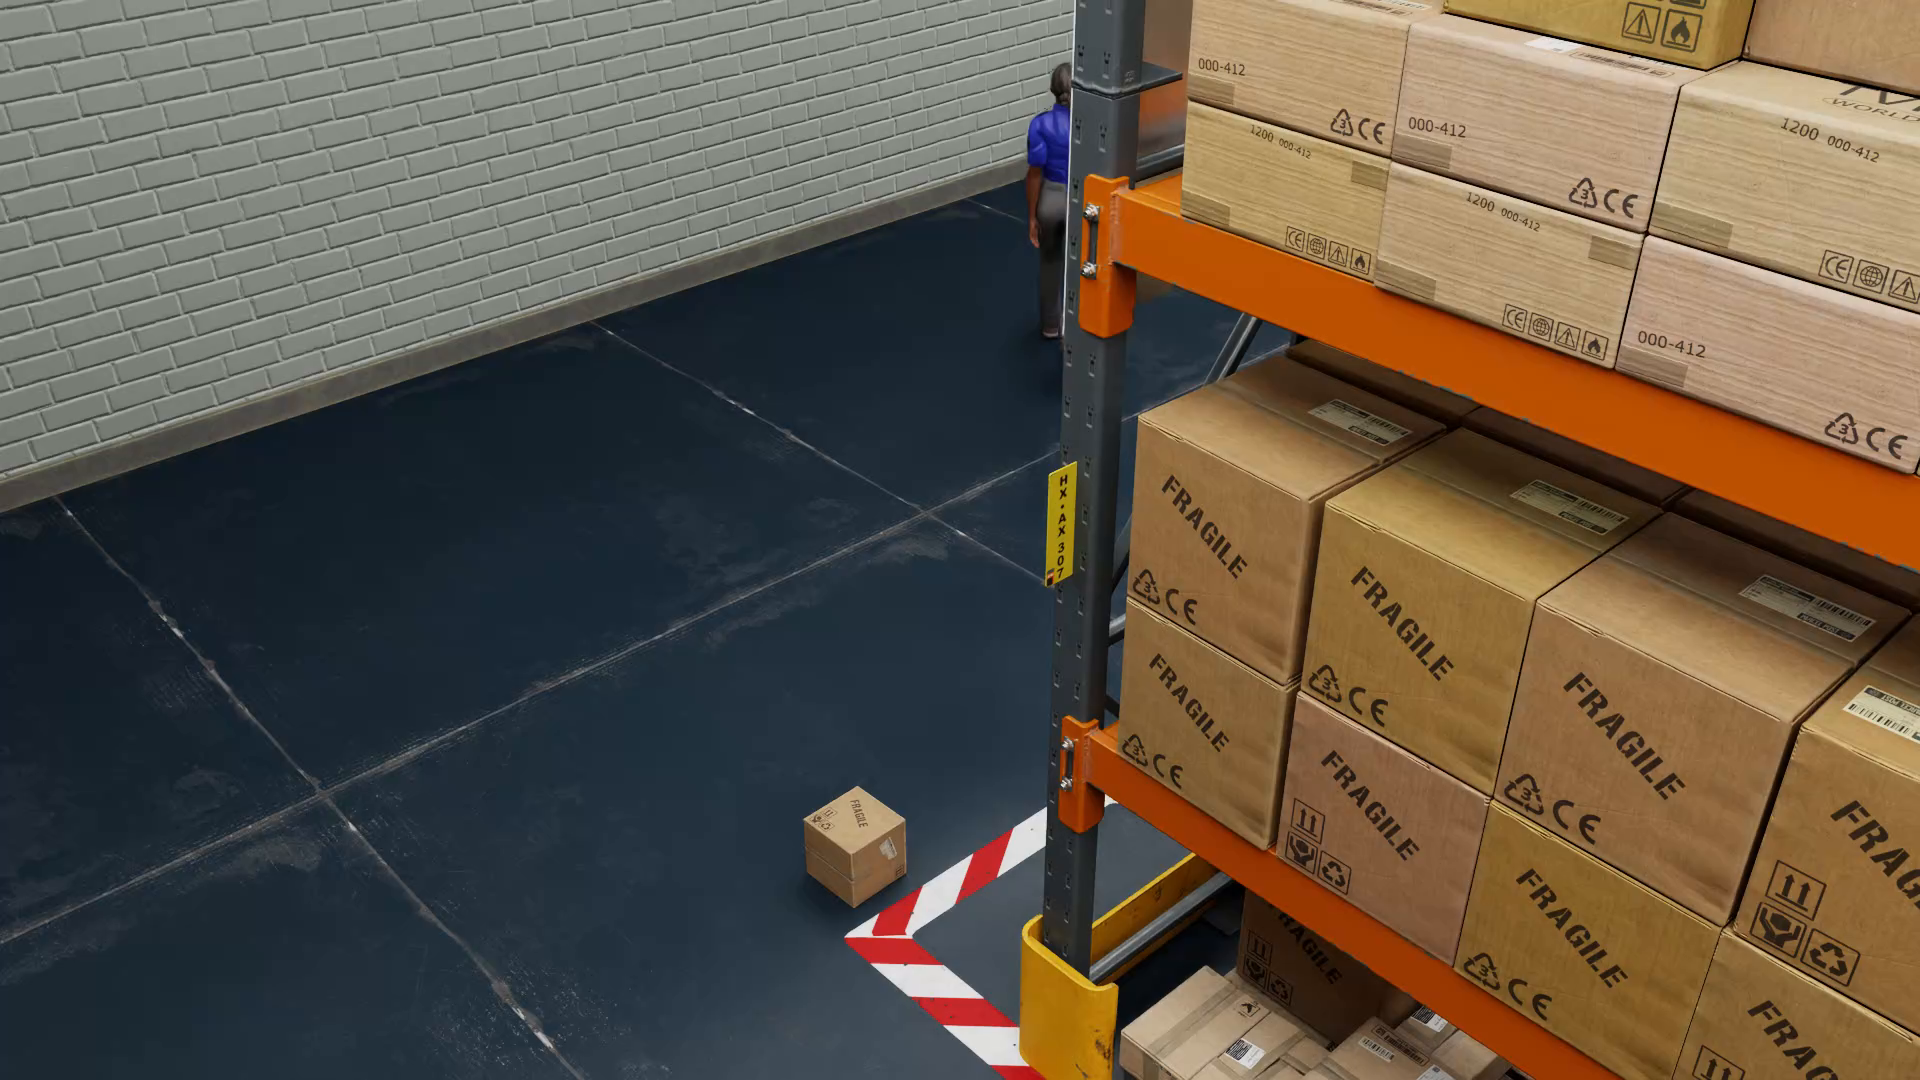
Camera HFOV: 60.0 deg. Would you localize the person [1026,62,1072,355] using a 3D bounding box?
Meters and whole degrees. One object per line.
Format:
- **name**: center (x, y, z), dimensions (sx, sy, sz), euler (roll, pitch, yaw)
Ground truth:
- **person**: center (0.575, -1.766, 8.963), dimensions (0.442, 1.618, 0.841), euler (5, 32, 8)
